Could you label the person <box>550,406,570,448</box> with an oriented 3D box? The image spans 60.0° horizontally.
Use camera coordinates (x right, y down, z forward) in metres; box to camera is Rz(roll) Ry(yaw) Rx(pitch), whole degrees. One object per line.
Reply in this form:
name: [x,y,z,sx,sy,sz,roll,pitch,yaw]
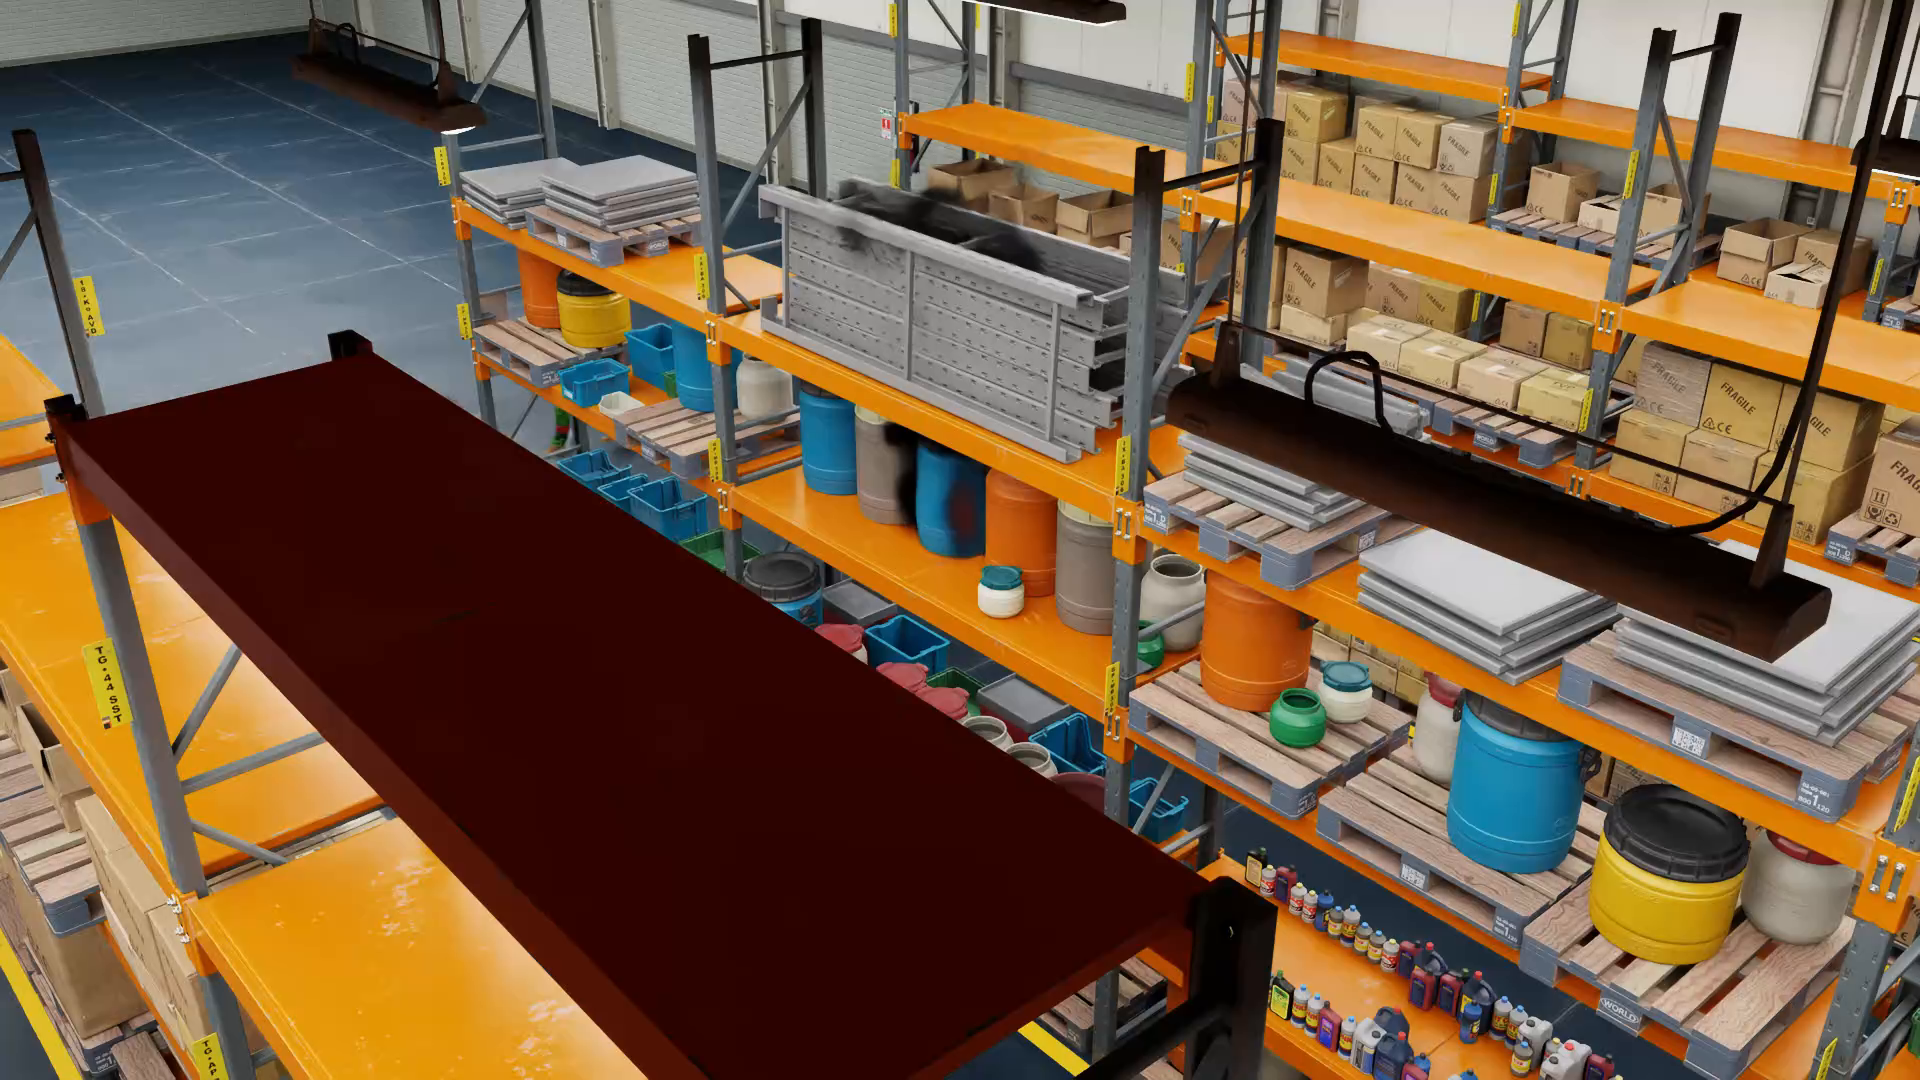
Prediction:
person: [-4.393,-1.894,19.196,0.835,1.686,0.668,-5,27,-10]
